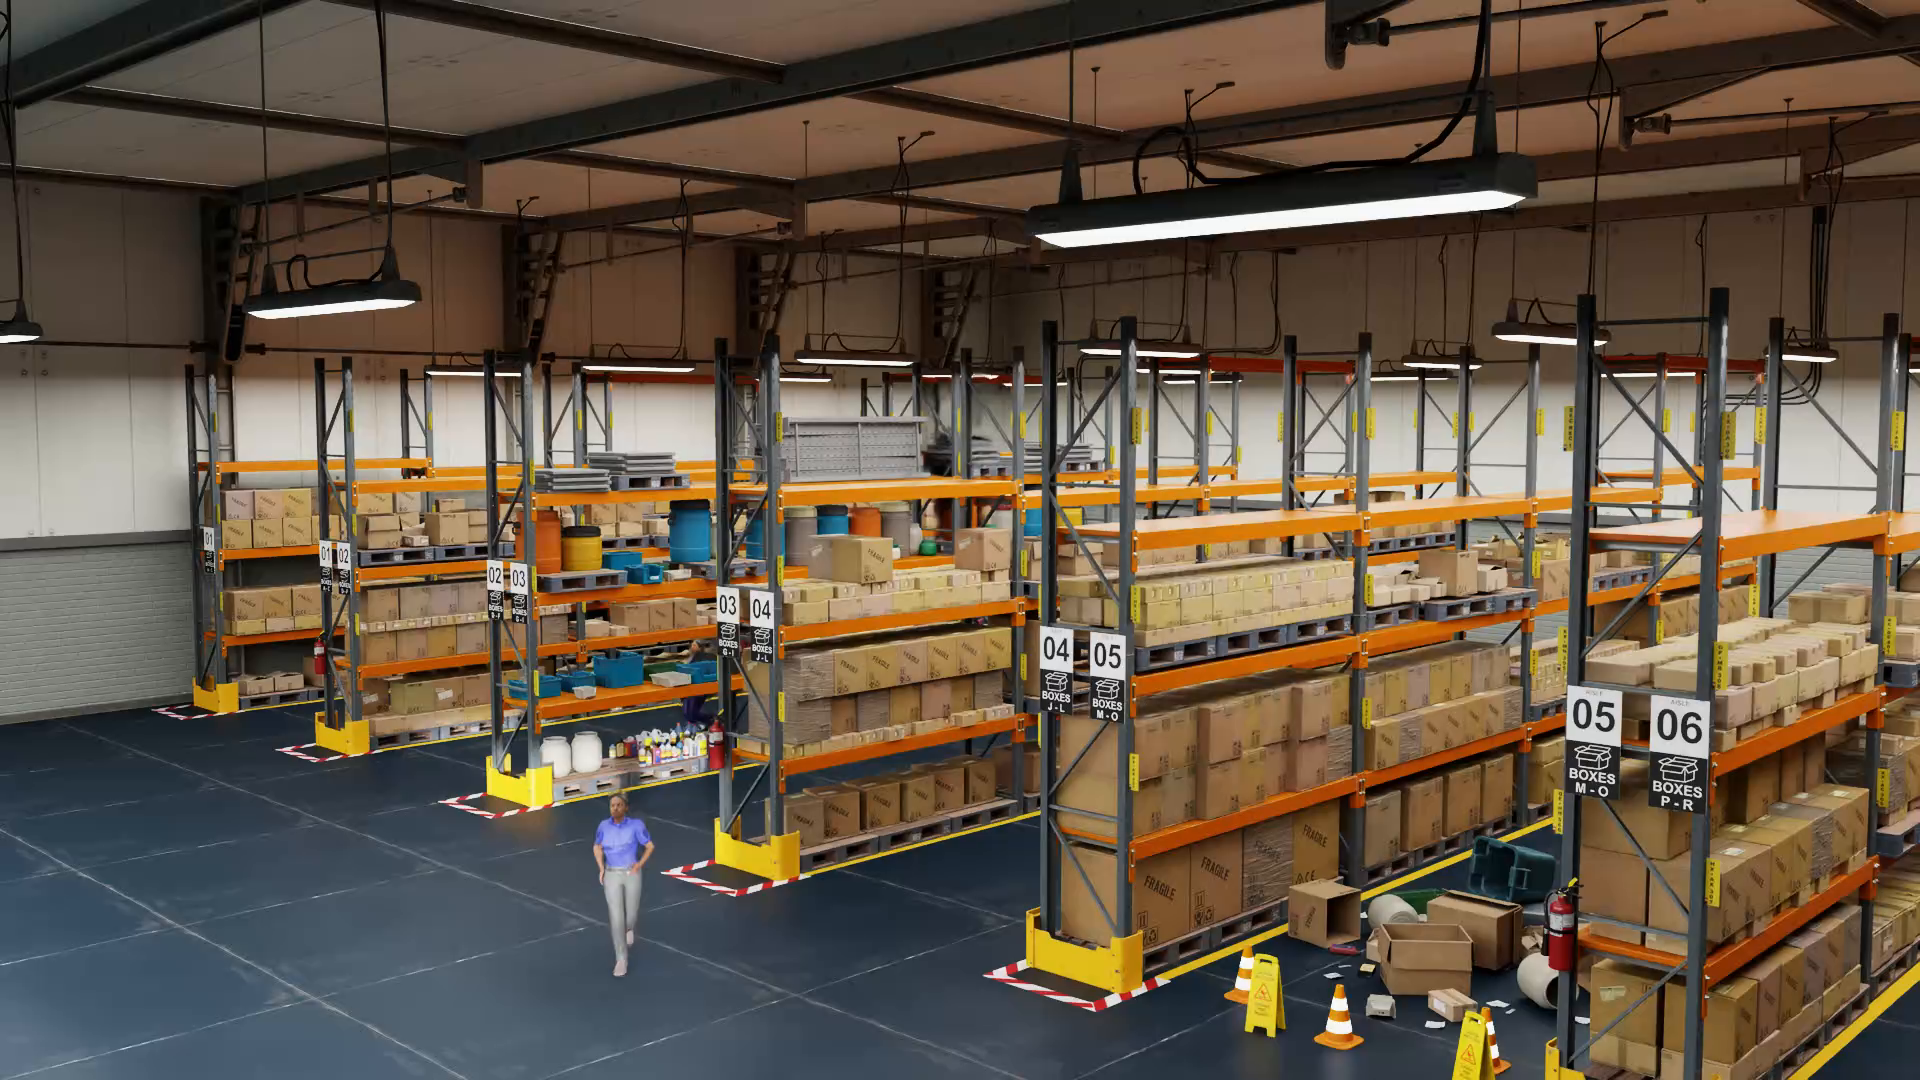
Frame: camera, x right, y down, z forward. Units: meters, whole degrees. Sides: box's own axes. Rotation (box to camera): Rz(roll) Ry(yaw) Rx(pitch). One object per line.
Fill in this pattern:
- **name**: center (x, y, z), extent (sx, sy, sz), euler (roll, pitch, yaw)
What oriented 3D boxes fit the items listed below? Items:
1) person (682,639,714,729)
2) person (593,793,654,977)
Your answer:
- **person**: center (-4.174, 2.362, 26.189), extent (0.603, 1.596, 0.520), euler (4, 6, 42)
- **person**: center (-3.148, 3.171, 15.558), extent (0.576, 1.649, 0.726), euler (0, 4, -5)
